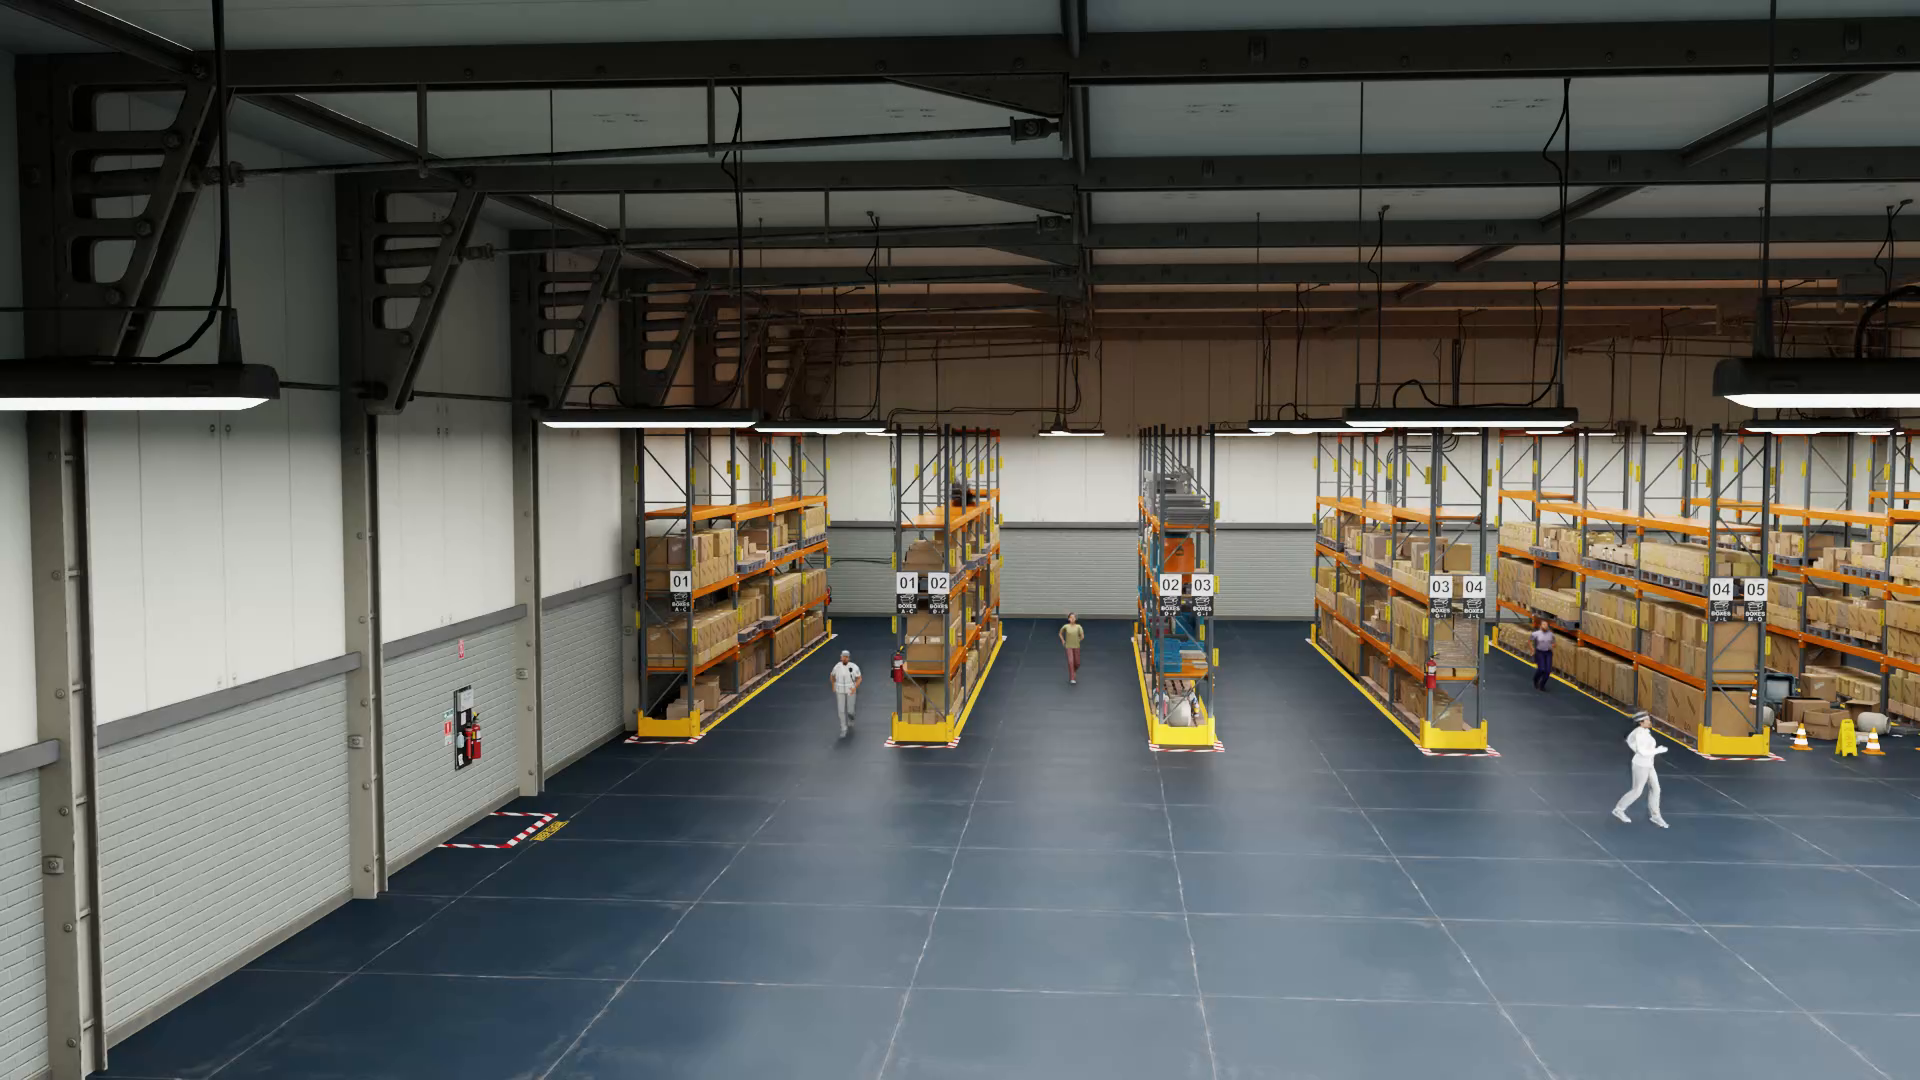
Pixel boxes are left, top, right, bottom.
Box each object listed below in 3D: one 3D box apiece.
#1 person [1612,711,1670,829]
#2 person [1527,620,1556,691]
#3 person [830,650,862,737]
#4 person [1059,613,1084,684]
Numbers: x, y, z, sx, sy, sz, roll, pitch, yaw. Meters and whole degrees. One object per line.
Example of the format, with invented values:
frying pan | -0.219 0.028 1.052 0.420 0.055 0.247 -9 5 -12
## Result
person | 10.054 3.365 24.517 0.785 1.730 0.600 2 4 31
person | 13.217 2.629 37.635 0.593 1.594 0.574 0 3 -3
person | -2.215 2.956 32.257 0.623 1.658 0.732 0 3 2
person | 2.628 2.526 39.053 0.589 1.635 0.802 0 3 -5
